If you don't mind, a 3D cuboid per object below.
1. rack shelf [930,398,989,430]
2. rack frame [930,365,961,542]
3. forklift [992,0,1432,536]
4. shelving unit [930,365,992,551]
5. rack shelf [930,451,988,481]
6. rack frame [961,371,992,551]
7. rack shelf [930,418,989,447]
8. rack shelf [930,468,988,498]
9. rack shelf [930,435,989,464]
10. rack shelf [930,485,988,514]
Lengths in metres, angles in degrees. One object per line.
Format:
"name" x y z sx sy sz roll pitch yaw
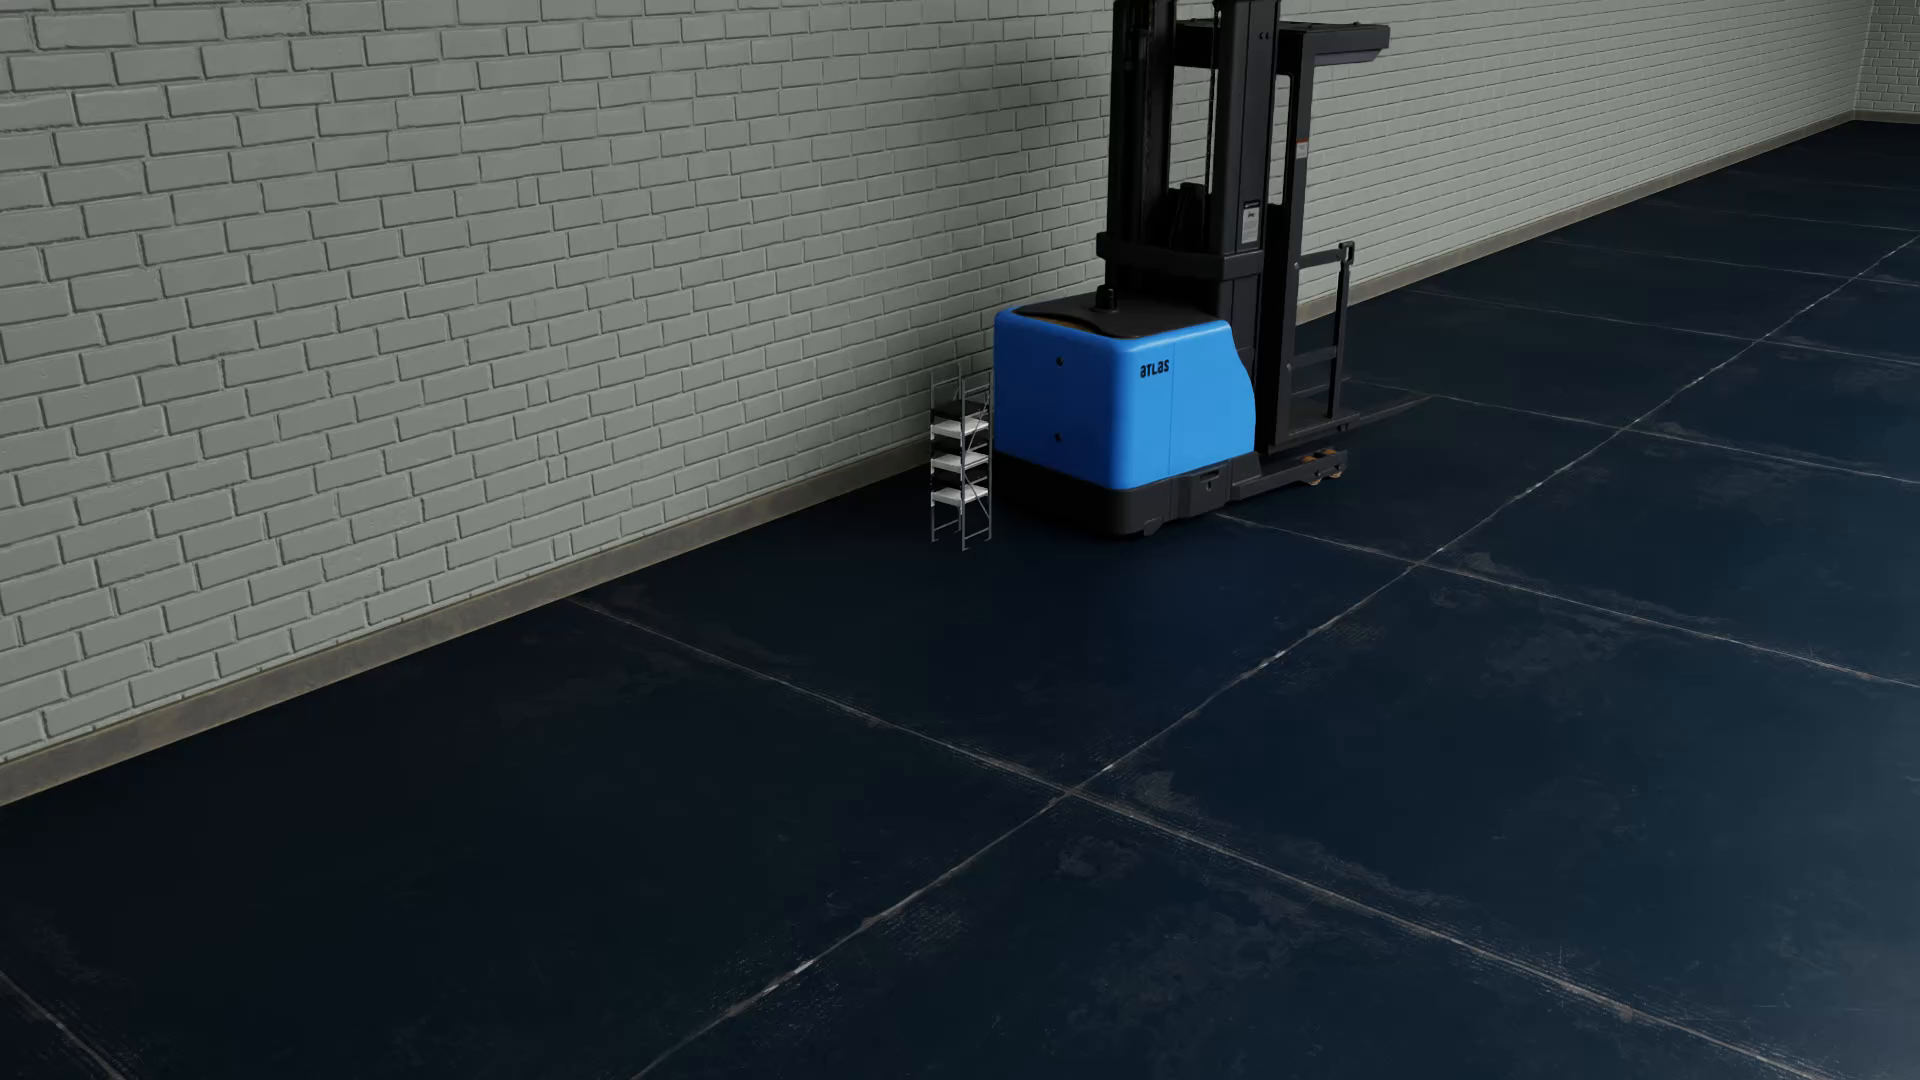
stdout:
"rack shelf" 0.006 -0.641 8.421 0.200 0.077 0.258 16 26 36
"rack frame" -0.072 -0.442 8.565 0.006 0.900 0.240 16 26 36
"forklift" 1.607 -1.805 9.302 3.031 2.935 1.130 -17 27 -38
"shelving unit" 0.006 -0.419 8.505 0.210 0.900 0.258 16 26 36
"rack shelf" 0.006 -0.388 8.516 0.200 0.077 0.258 16 26 36
"rack frame" 0.085 -0.397 8.444 0.006 0.900 0.240 16 26 36
"rack shelf" 0.006 -0.556 8.453 0.200 0.077 0.258 16 26 36
"rack shelf" 0.006 -0.304 8.548 0.200 0.077 0.258 16 26 36
"rack shelf" 0.006 -0.472 8.485 0.200 0.077 0.258 16 26 36
"rack shelf" 0.006 -0.220 8.580 0.200 0.077 0.258 16 26 36
